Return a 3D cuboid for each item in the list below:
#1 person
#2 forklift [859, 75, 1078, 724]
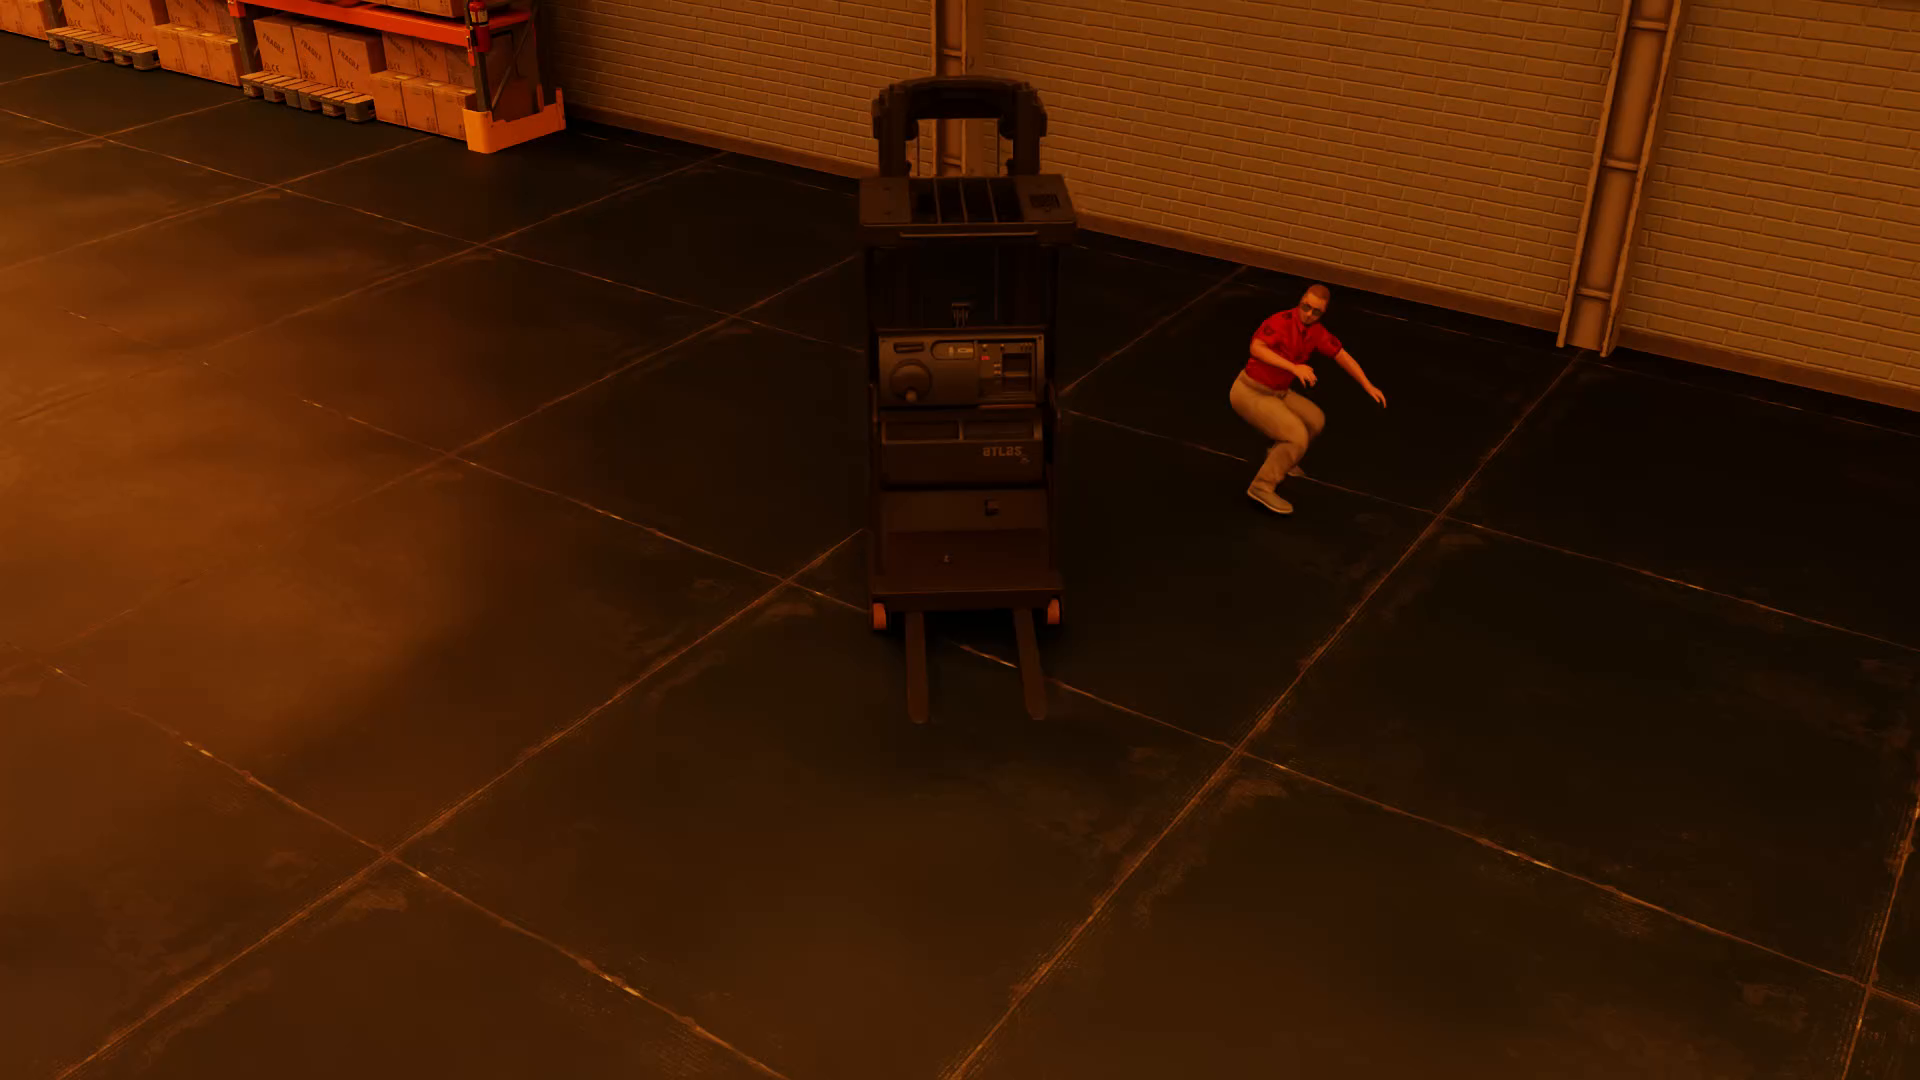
[{"bbox_3d":[2.195,-0.904,10.657,0.896,1.498,0.794,18,35,28],"label":"person"},{"bbox_3d":[0.023,-0.911,9.151,1.130,2.935,3.031,-1,30,-2],"label":"forklift"}]
